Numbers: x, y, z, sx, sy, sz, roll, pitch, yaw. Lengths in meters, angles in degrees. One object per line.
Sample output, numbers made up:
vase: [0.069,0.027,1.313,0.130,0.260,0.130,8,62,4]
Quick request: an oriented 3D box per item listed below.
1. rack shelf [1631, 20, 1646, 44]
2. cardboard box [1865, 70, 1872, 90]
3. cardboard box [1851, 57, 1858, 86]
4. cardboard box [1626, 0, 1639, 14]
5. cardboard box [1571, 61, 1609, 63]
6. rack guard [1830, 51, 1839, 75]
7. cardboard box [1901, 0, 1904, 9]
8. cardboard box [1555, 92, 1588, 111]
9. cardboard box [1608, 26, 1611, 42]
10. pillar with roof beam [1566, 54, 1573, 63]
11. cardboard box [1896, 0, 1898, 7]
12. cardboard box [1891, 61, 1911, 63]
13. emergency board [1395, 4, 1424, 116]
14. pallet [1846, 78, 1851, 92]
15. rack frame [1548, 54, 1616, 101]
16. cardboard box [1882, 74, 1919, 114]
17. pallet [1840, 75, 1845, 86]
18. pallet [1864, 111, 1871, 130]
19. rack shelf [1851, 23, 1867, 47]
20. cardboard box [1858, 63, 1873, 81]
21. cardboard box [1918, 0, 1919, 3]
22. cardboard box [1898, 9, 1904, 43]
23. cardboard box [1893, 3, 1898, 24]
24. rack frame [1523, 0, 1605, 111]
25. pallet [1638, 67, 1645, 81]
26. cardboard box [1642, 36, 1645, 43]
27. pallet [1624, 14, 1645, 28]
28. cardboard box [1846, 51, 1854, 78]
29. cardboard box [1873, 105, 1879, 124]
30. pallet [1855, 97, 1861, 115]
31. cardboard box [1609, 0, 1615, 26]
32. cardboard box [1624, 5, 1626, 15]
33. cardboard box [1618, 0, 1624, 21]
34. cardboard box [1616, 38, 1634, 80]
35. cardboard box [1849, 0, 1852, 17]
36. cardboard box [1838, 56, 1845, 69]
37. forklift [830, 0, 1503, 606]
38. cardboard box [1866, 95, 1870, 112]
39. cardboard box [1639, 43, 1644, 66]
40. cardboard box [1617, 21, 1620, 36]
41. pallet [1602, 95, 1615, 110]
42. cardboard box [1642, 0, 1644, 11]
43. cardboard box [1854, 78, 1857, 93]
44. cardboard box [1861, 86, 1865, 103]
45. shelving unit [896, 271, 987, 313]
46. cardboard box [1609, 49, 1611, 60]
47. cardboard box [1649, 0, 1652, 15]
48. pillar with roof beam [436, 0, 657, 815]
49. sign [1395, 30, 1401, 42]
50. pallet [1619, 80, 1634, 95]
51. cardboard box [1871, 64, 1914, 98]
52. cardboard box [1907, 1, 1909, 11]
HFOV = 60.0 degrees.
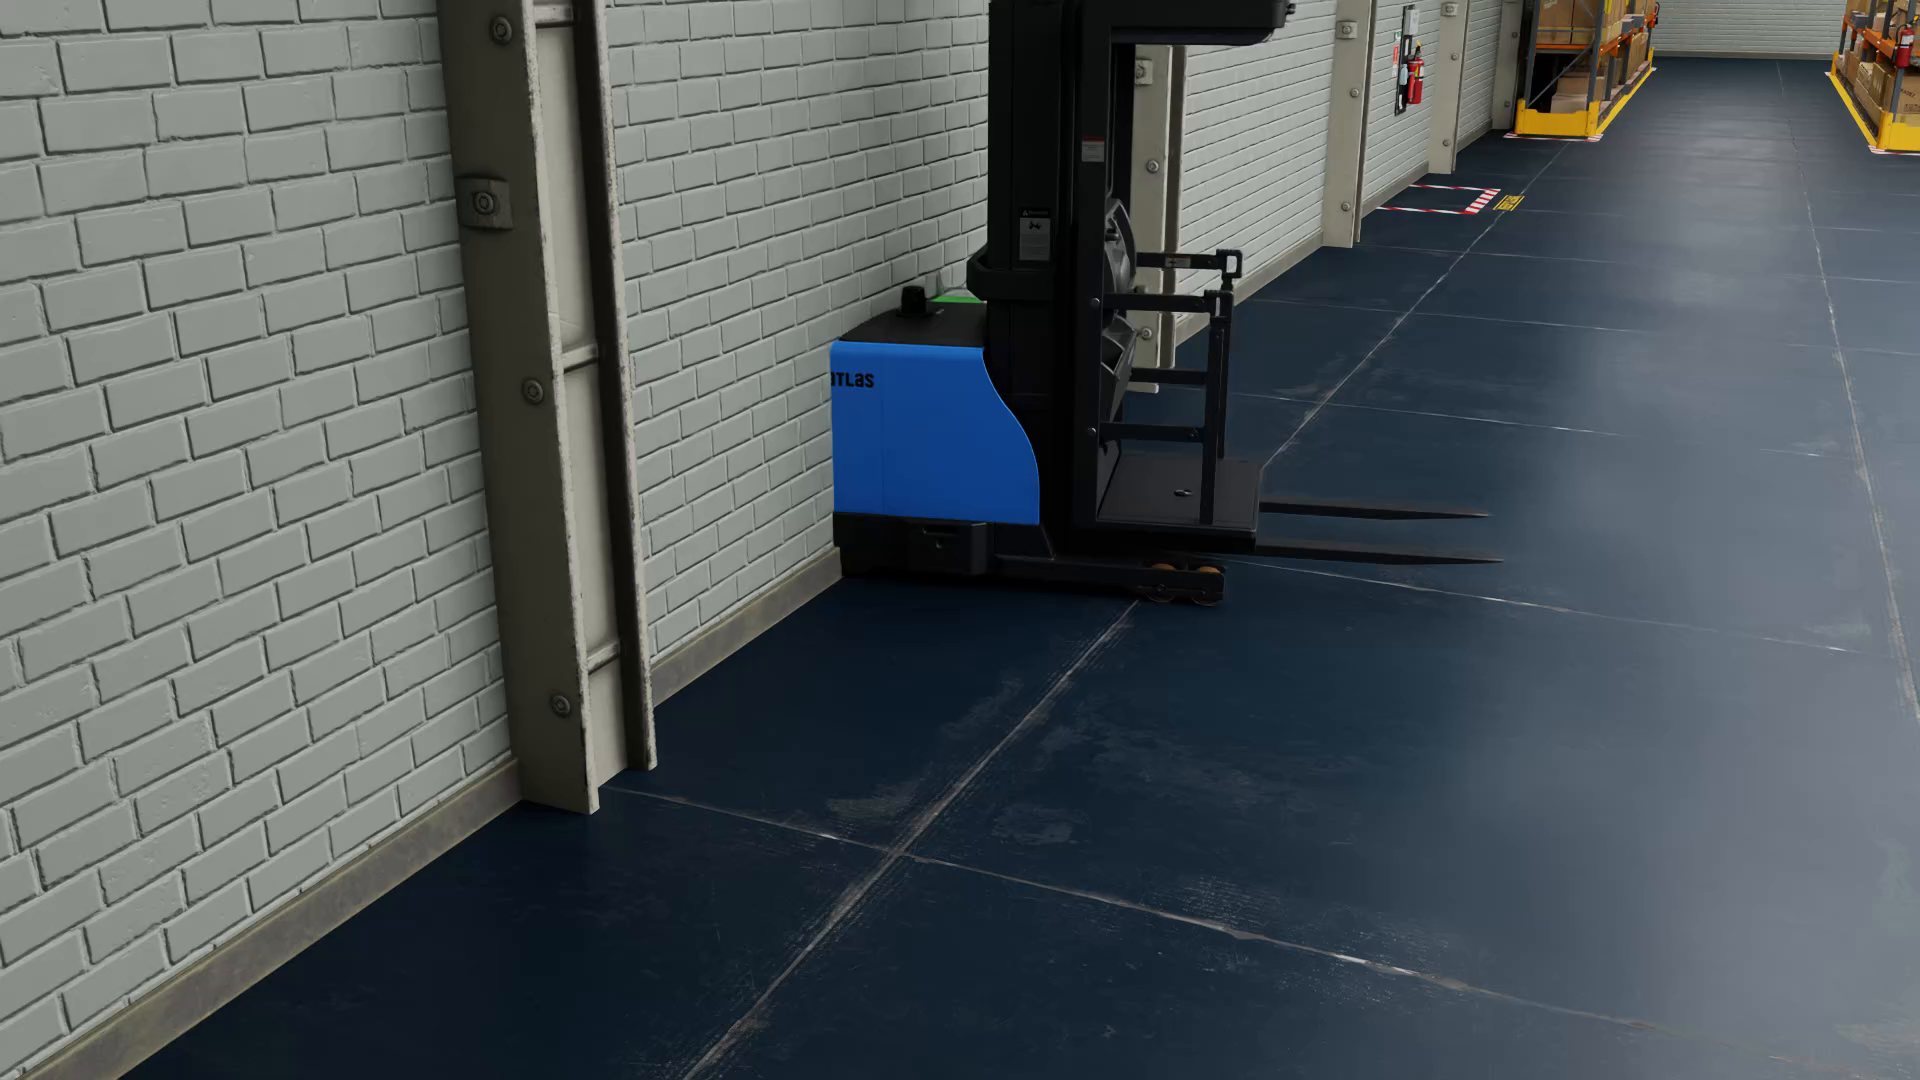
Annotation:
rack shelf: [13.156,-10.317,33.576,1.077,0.370,4.000,9,21,23]
cardboard box: [15.331,-7.633,27.595,0.500,0.311,0.500,9,22,24]
cardboard box: [17.239,-8.872,31.513,0.500,0.500,0.500,8,21,21]
cardboard box: [12.769,-10.355,31.986,0.500,0.500,0.500,9,22,24]
cardboard box: [11.595,-8.550,30.607,0.700,0.500,0.500,8,21,22]
rack guard: [20.102,-10.611,37.059,1.175,0.500,0.348,9,21,23]
cardboard box: [14.516,-8.128,25.230,0.380,0.149,0.250,8,21,21]
cardboard box: [9.660,-6.913,26.287,0.500,0.311,0.500,11,22,27]
cardboard box: [9.750,-7.804,25.631,0.500,0.250,0.500,8,21,21]
pillar with roof beam: [17.400,-13.836,33.444,9.100,9.000,0.400,9,21,23]
cardboard box: [14.933,-8.441,26.109,0.380,0.149,0.250,9,21,23]
cardboard box: [17.305,-8.496,30.455,0.500,0.500,0.500,10,22,25]
emergency board: [5.055,-5.348,18.529,0.194,1.169,0.643,9,21,23]
pallet: [18.197,-9.021,33.021,1.003,0.211,1.213,9,21,23]
rack frame: [10.699,-8.822,28.298,1.000,3.000,0.127,9,21,23]
cardboard box: [13.530,-6.381,23.793,0.500,0.500,0.500,9,21,23]
pallet: [18.778,-9.485,34.324,1.003,0.211,1.213,9,21,23]
pallet: [14.856,-6.592,26.190,1.003,0.211,1.213,9,21,23]
rack shelf: [17.677,-9.639,31.668,1.077,0.370,4.000,9,21,23]
cardboard box: [16.168,-8.251,29.333,0.500,0.311,0.500,8,21,21]
cardboard box: [13.806,-7.736,23.160,0.700,0.500,0.500,9,21,23]
cardboard box: [14.834,-7.892,25.534,0.700,0.500,0.500,8,21,22]
cardboard box: [15.970,-8.737,27.911,0.500,0.500,0.500,9,21,23]
rack frame: [9.061,-7.599,24.860,1.000,3.000,0.127,9,21,23]
pallet: [14.358,-10.175,36.266,1.003,0.211,1.213,9,21,23]
cardboard box: [14.895,-11.047,36.691,0.380,0.149,0.250,8,21,21]
pallet: [12.142,-9.722,31.115,1.213,0.211,1.003,9,21,23]
cardboard box: [18.075,-9.504,33.290,0.500,0.500,0.500,8,21,20]
cardboard box: [13.929,-6.335,24.782,0.500,0.250,0.500,9,21,23]
pallet: [15.984,-7.434,28.558,1.003,0.211,1.213,9,21,23]
cardboard box: [9.742,-8.146,25.472,0.500,0.500,0.500,9,21,23]
cardboard box: [11.949,-9.980,30.748,0.700,0.500,0.500,6,21,18]
cardboard box: [10.588,-8.774,27.238,0.500,0.500,0.500,8,21,22]
cardboard box: [12.758,-9.437,32.608,0.750,0.750,0.750,8,21,22]
cardboard box: [19.091,-11.295,35.104,0.500,0.500,0.500,9,21,23]
cardboard box: [19.243,-10.291,35.875,0.500,0.250,0.500,9,21,23]
forklift: [0.886,-1.291,7.225,3.031,2.935,1.130,4,20,11]
cardboard box: [14.753,-6.946,26.499,0.500,0.250,0.500,9,21,23]
cardboard box: [14.796,-10.812,36.998,0.700,0.500,0.500,9,22,24]
cardboard box: [10.570,-8.423,27.371,0.500,0.250,0.500,9,21,23]
pallet: [11.016,-7.746,29.436,1.003,0.211,1.213,9,21,23]
cardboard box: [13.602,-10.979,33.740,0.500,0.500,0.500,9,21,23]
cardboard box: [16.375,-8.149,29.882,0.500,0.250,0.500,8,21,23]
cardboard box: [15.543,-7.523,28.123,0.500,0.250,0.500,9,21,24]
shelving unit: [-0.022,-0.648,8.084,0.258,1.200,0.503,5,31,23]
cardboard box: [11.799,-9.035,30.851,0.500,0.250,0.500,9,21,24]
cardboard box: [14.805,-12.019,36.839,0.980,0.700,0.700,7,21,20]
pillar with roof beam: [2.658,-2.831,2.500,9.100,9.000,0.400,9,21,23]
sign: [4.744,-5.459,17.999,0.001,0.109,0.331,9,21,23]
pallet: [12.728,-8.962,32.853,1.003,0.211,1.213,9,21,23]
cardboard box: [14.547,-7.146,25.945,0.500,0.500,0.500,9,21,23]
cardboard box: [14.093,-7.812,24.342,0.380,0.149,0.250,9,22,24]
